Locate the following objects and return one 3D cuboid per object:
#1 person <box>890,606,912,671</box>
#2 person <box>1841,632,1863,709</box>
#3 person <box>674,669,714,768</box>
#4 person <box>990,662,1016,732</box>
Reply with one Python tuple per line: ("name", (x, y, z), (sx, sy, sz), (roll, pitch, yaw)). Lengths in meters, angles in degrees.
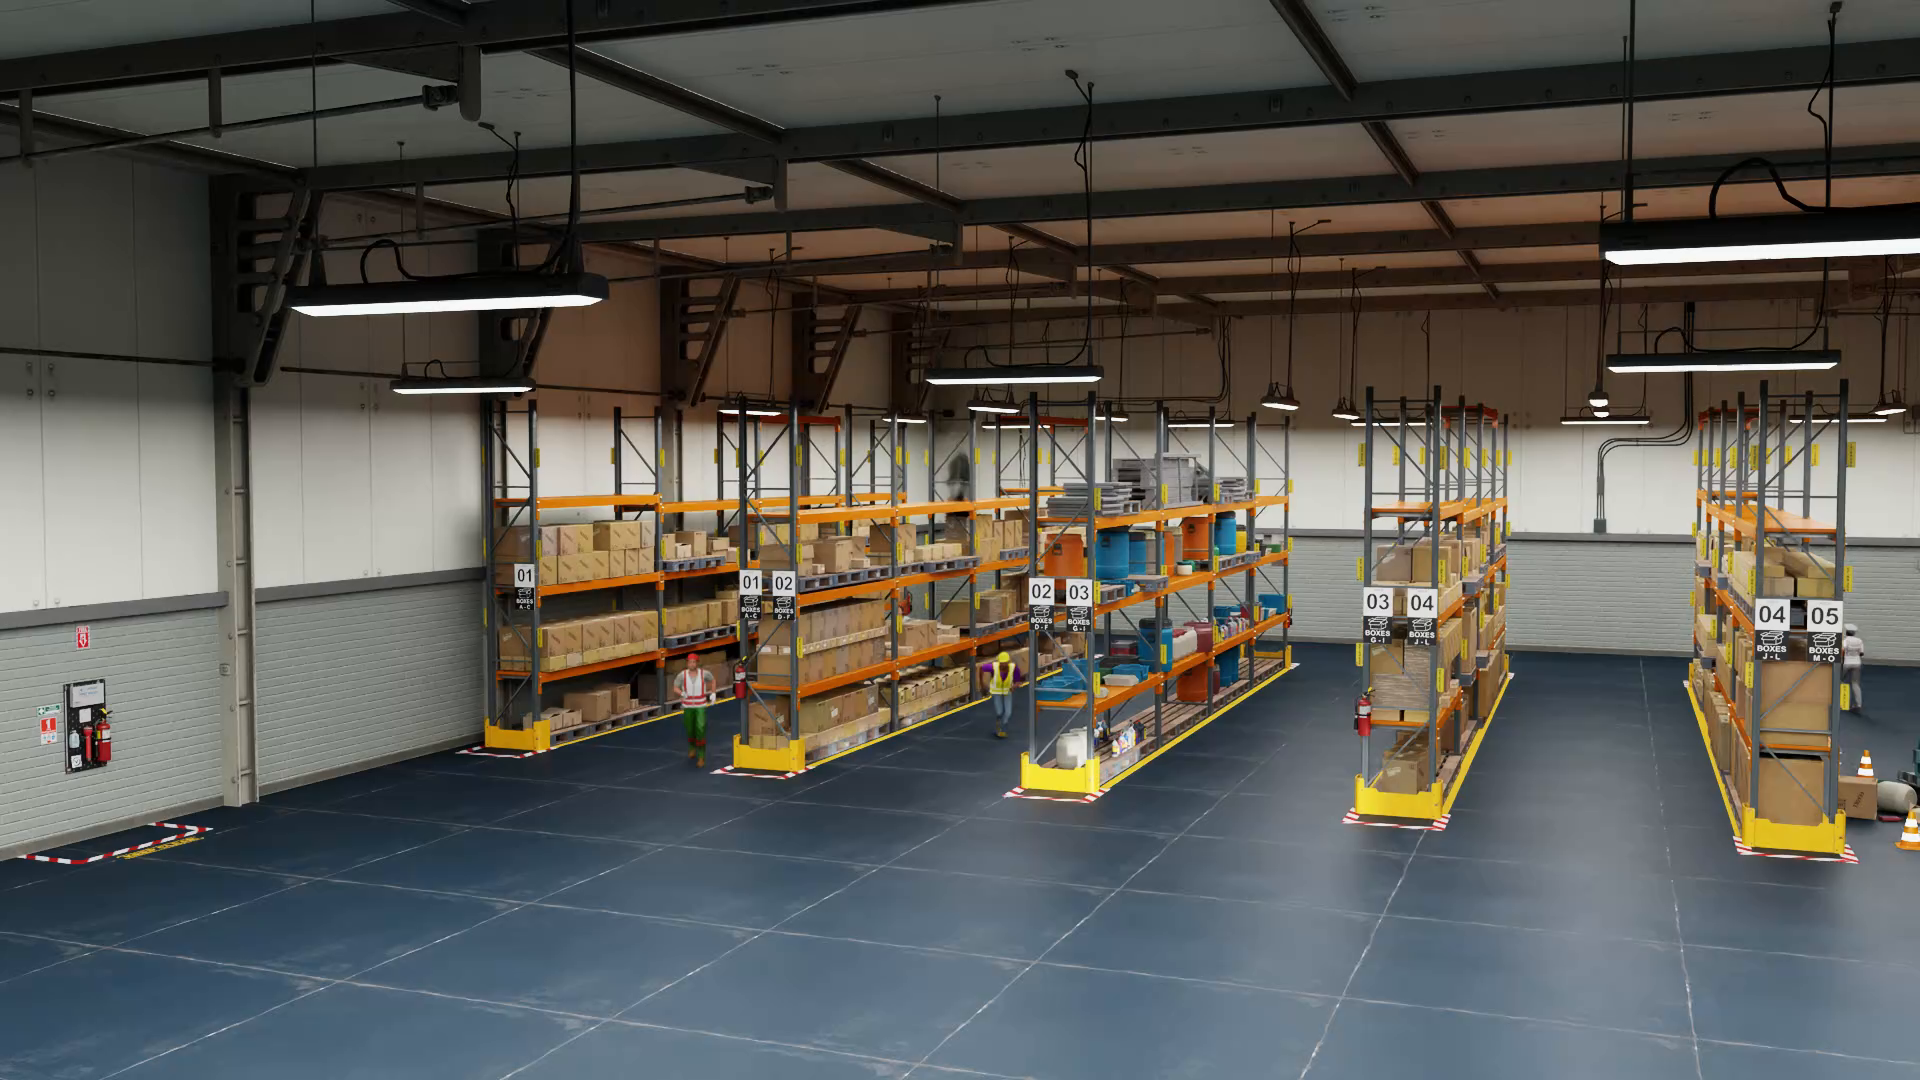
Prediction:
("person", (-1.337, 2.282, 38.413), (0.550, 1.547, 0.652), (1, 3, 20))
("person", (17.645, 2.558, 32.973), (0.519, 1.707, 0.799), (0, 3, 10))
("person", (-4.357, 2.892, 27.217), (0.637, 1.579, 0.870), (0, 3, -3))
("person", (0.752, 2.809, 29.672), (0.445, 1.323, 0.632), (0, 3, -5))
